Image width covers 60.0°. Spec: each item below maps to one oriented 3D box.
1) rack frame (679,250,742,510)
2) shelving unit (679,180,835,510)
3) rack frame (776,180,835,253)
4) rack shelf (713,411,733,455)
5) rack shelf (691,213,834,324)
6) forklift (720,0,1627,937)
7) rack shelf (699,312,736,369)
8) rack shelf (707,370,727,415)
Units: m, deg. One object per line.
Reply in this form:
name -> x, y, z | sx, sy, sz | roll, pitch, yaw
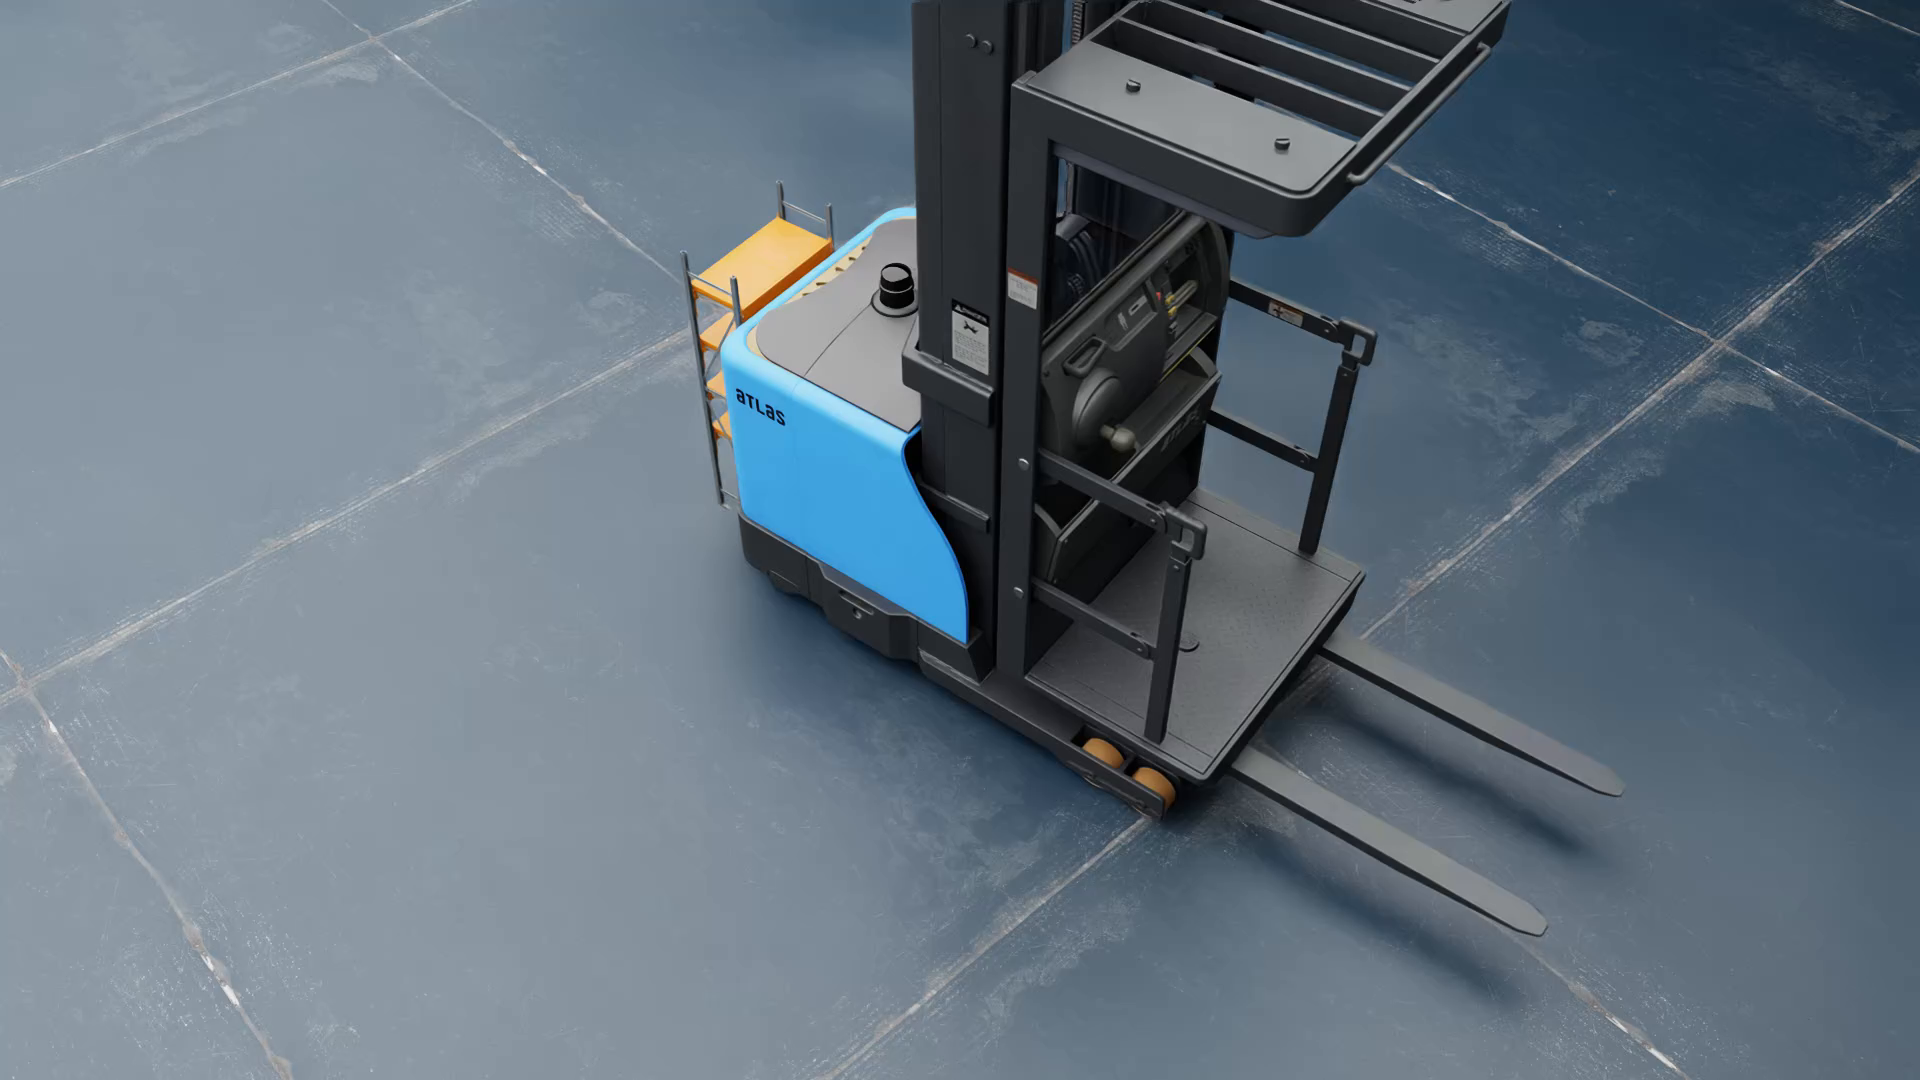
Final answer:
rack frame -> -0.826, -0.496, 5.892 | 0.240, 1.200, 0.015 | 28, 53, 24
shelving unit -> -0.682, -0.641, 6.025 | 0.258, 1.200, 0.503 | 28, 53, 24
rack frame -> -0.538, -0.786, 6.159 | 0.240, 1.200, 0.015 | 28, 53, 24
rack shelf -> -0.682, -0.461, 6.221 | 0.258, 0.148, 0.480 | 28, 53, 24
rack shelf -> -0.682, -0.908, 5.737 | 0.258, 0.148, 0.480 | 28, 53, 24
forklift -> 0.689, -0.540, 4.754 | 3.031, 2.935, 1.130 | 29, 53, 24
rack shelf -> -0.682, -0.747, 5.910 | 0.258, 0.148, 0.480 | 28, 53, 24
rack shelf -> -0.682, -0.596, 6.075 | 0.258, 0.148, 0.480 | 28, 53, 24
